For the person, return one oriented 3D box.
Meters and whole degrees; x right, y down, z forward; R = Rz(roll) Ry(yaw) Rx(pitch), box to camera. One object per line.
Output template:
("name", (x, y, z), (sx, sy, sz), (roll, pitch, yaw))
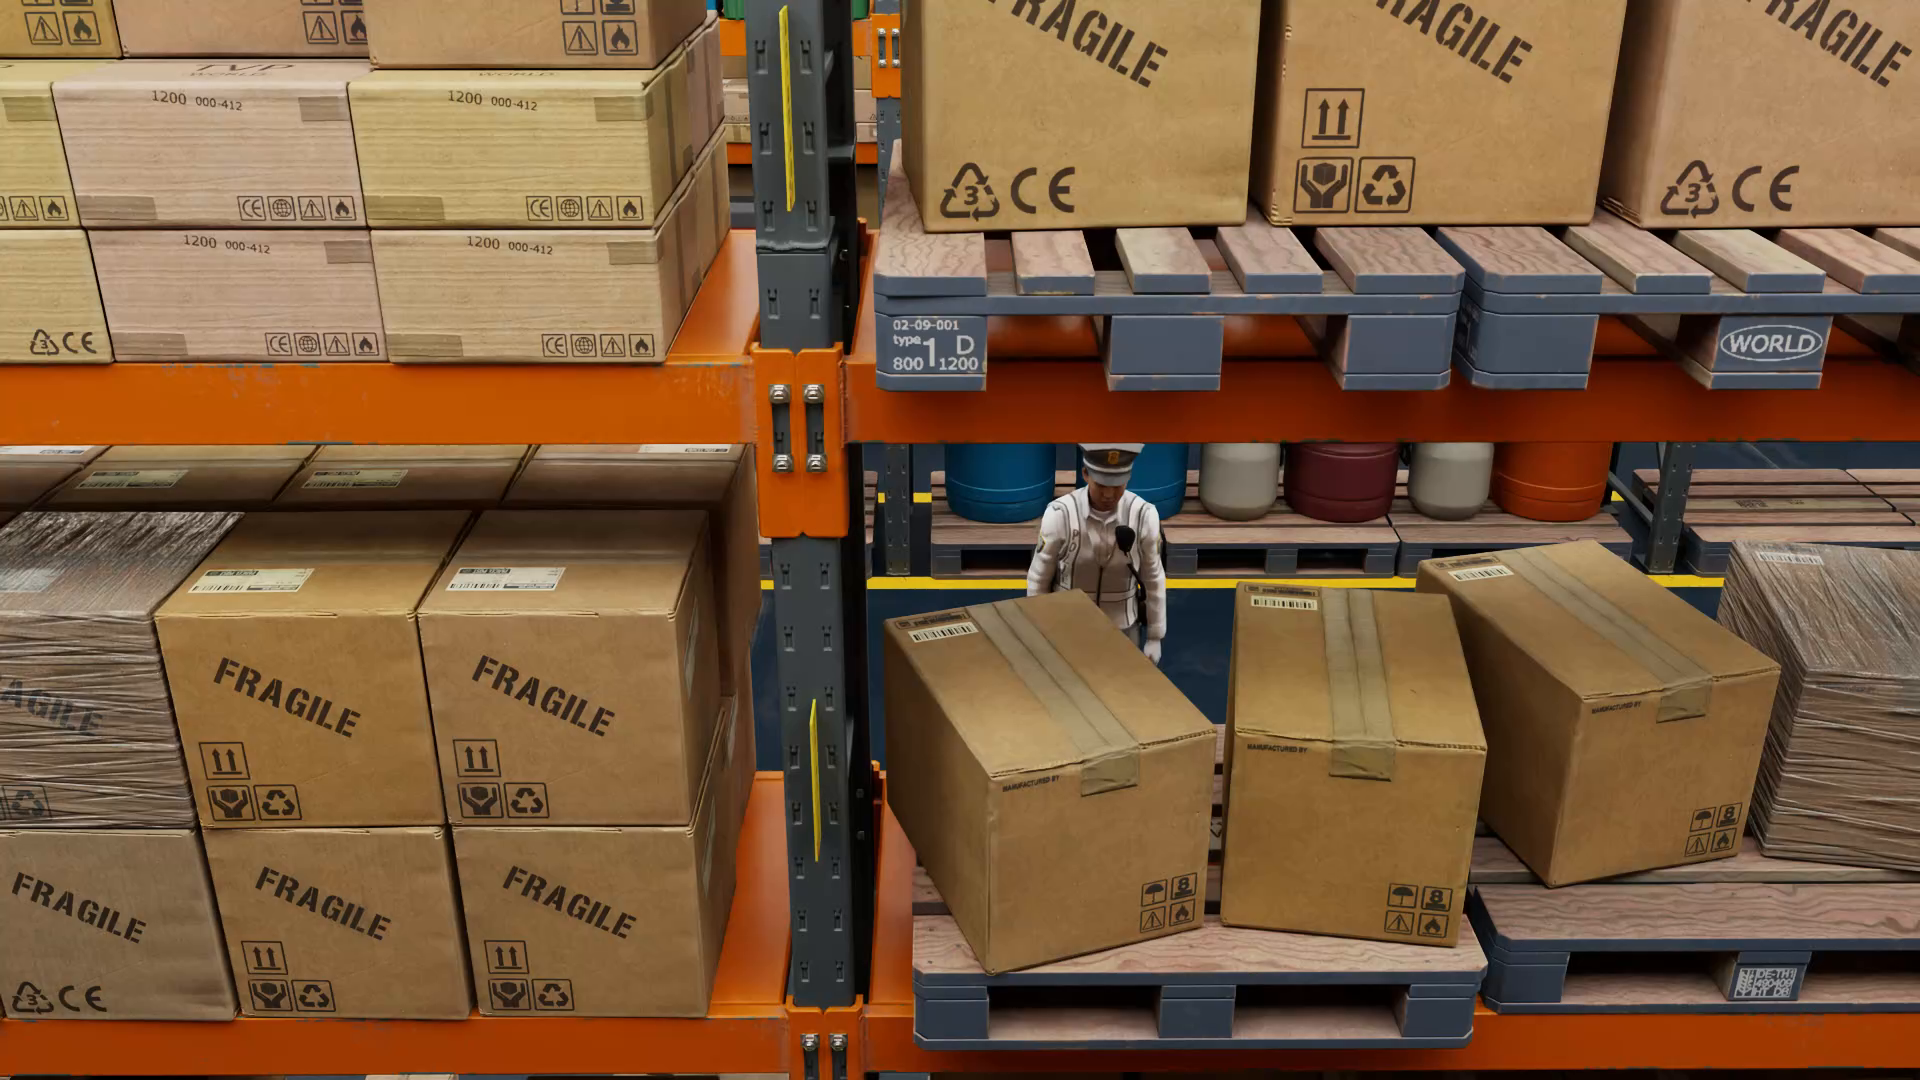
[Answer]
("person", (0.512, 0.375, 6.267), (0.528, 1.664, 0.403), (0, 24, -1))
